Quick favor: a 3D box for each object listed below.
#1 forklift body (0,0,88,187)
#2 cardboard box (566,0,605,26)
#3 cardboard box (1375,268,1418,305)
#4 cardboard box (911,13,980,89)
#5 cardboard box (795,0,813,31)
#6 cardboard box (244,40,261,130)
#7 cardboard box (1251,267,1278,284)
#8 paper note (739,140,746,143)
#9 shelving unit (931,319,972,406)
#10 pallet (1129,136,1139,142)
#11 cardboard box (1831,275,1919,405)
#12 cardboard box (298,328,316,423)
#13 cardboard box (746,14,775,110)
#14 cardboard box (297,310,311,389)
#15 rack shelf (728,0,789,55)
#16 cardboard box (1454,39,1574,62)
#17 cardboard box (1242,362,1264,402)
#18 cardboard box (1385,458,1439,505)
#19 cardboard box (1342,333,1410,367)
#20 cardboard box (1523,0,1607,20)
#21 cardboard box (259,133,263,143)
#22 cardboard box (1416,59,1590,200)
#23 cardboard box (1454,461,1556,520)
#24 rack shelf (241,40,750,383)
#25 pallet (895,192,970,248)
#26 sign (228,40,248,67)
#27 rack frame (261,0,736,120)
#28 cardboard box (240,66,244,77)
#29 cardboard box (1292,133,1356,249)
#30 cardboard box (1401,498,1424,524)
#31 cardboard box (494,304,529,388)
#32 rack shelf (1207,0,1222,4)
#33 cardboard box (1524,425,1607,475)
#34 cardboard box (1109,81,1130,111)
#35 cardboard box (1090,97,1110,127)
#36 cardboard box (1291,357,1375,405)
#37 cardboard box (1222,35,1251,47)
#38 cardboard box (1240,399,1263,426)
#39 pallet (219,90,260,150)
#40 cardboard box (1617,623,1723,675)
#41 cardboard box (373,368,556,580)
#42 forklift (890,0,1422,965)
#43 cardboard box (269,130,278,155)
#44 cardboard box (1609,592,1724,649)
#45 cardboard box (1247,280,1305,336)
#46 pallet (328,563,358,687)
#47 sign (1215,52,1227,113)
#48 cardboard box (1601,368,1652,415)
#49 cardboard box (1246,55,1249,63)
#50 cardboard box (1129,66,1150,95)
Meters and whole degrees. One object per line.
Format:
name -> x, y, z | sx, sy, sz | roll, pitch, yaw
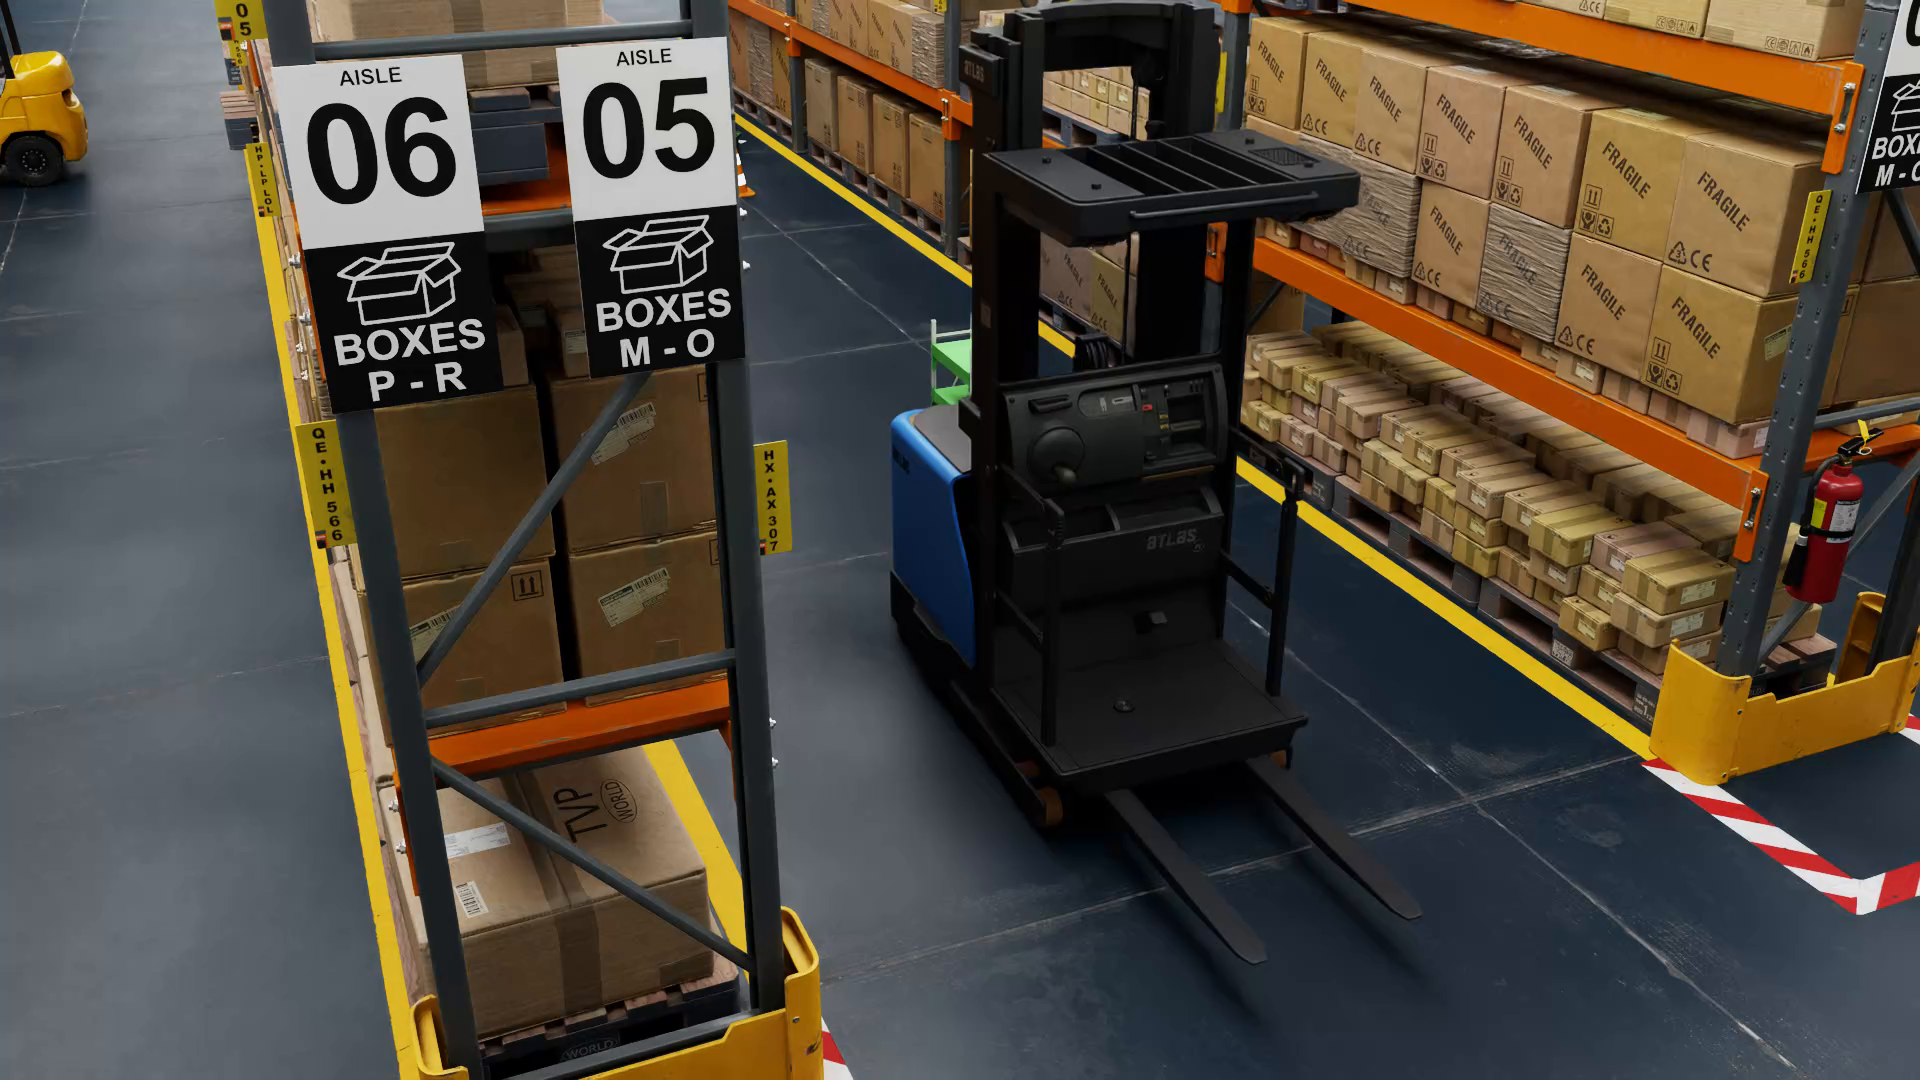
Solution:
forklift body -> -9.430, -4.365, 15.238 | 2.313, 2.155, 1.214 | -11, 28, -21
cardboard box -> -1.234, -1.541, 4.761 | 0.380, 0.149, 0.250 | -10, 28, -19
cardboard box -> 2.299, -1.293, 8.265 | 0.380, 0.149, 0.250 | -9, 28, -18
cardboard box -> -0.061, -3.895, 13.194 | 0.500, 0.500, 0.500 | -11, 28, -21
cardboard box -> -1.246, -5.115, 15.694 | 0.500, 0.500, 0.500 | -10, 28, -20
cardboard box -> -3.793, -2.666, 9.537 | 0.500, 0.500, 0.500 | -10, 28, -19
cardboard box -> 1.882, -1.845, 10.627 | 0.500, 0.250, 0.500 | -12, 28, -23
paper note -> -2.301, -4.111, 17.134 | 0.142, 0.020, 0.147 | 13, 29, 24
shelving unit -> 0.065, -0.472, 8.350 | 0.258, 1.200, 0.503 | -11, 28, -21
pallet -> 1.763, -2.347, 10.356 | 1.003, 0.211, 1.213 | -11, 28, -21
cardboard box -> 3.574, -0.892, 6.705 | 0.500, 0.500, 0.500 | -9, 28, -18
cardboard box -> -2.903, -0.678, 8.664 | 0.875, 0.875, 0.875 | -10, 28, -19
cardboard box -> -1.743, -5.192, 17.908 | 0.875, 0.875, 0.875 | -10, 28, -20
cardboard box -> -2.261, -0.613, 6.472 | 0.500, 0.500, 0.500 | -10, 28, -20
rack shelf -> -1.988, -5.813, 18.057 | 1.077, 0.370, 4.000 | -11, 28, -21
cardboard box -> 2.756, -2.167, 8.177 | 0.500, 0.500, 0.500 | -10, 28, -19
cardboard box -> 1.776, -0.939, 9.687 | 0.380, 0.149, 0.250 | -9, 28, -18
cardboard box -> 2.389, -0.319, 8.417 | 0.380, 0.149, 0.250 | -10, 28, -20
cardboard box -> 2.444, -1.079, 9.634 | 0.380, 0.149, 0.250 | -10, 28, -20
cardboard box -> 2.685, -2.310, 6.815 | 0.500, 0.250, 0.500 | -9, 28, -18
cardboard box -> -3.610, -2.114, 9.262 | 0.500, 0.250, 0.500 | -10, 28, -20
cardboard box -> 2.467, -1.880, 7.590 | 0.500, 0.500, 0.500 | -12, 28, -22
cardboard box -> 2.591, -0.238, 7.911 | 0.380, 0.149, 0.250 | -10, 28, -19
rack shelf -> -1.803, -1.425, 5.651 | 1.077, 0.370, 4.000 | -11, 28, -21
pallet -> 0.123, -2.792, 14.228 | 1.003, 0.211, 1.213 | -11, 28, -21
sign -> -4.649, -3.210, 10.677 | 0.100, 0.325, 0.005 | -11, 28, -21
rack frame -> -1.020, -2.289, 3.182 | 1.000, 3.000, 0.127 | -11, 28, -21
cardboard box -> -4.799, -3.533, 11.635 | 0.500, 0.500, 0.500 | -11, 28, -21
cardboard box -> 2.091, -1.836, 8.639 | 0.500, 0.500, 0.500 | -11, 28, -21
cardboard box -> 2.494, -0.195, 8.501 | 0.380, 0.149, 0.250 | -10, 28, -19
cardboard box -> -1.345, -0.489, 4.341 | 0.380, 0.149, 0.250 | -10, 28, -20
rack shelf -> 2.616, -6.624, 19.719 | 1.077, 0.370, 4.000 | -11, 28, -21
cardboard box -> 3.069, -0.457, 8.360 | 0.380, 0.149, 0.250 | -10, 28, -20
cardboard box -> 1.181, -2.857, 10.652 | 0.380, 0.149, 0.250 | -12, 29, -23
cardboard box -> 1.078, -2.827, 10.929 | 0.380, 0.149, 0.250 | -9, 28, -18
cardboard box -> 2.071, -0.885, 9.235 | 0.380, 0.149, 0.250 | -11, 28, -21
cardboard box -> 3.279, -5.374, 18.708 | 0.500, 0.500, 0.500 | -11, 28, -22
cardboard box -> 1.776, -0.805, 9.750 | 0.380, 0.149, 0.250 | -12, 28, -23
pallet -> -4.530, -3.006, 11.706 | 1.213, 0.211, 1.003 | -11, 28, -21
cardboard box -> 3.097, 0.431, 7.219 | 0.380, 0.149, 0.250 | -10, 28, -20
cardboard box -> -1.428, -0.241, 4.571 | 0.500, 0.500, 0.500 | -10, 28, -19
forklift -> 0.694, -0.406, 6.240 | 1.130, 2.935, 3.031 | -10, 28, -20
cardboard box -> -2.623, -1.468, 7.085 | 0.500, 0.500, 0.500 | -10, 28, -20
cardboard box -> 3.026, 0.310, 7.127 | 0.380, 0.149, 0.250 | -11, 28, -22
cardboard box -> 1.883, -1.509, 10.791 | 0.500, 0.500, 0.500 | -9, 28, -19
pallet -> -2.361, 0.366, 7.761 | 1.003, 0.211, 1.213 | -11, 28, -21
sign -> 1.419, -2.523, 9.178 | 0.100, 0.325, 0.005 | -11, 28, -21
cardboard box -> 2.932, -0.660, 6.970 | 0.380, 0.149, 0.250 | -11, 28, -21
cardboard box -> 1.889, -2.997, 10.599 | 0.380, 0.149, 0.250 | -11, 28, -21
cardboard box -> 1.283, -2.890, 10.380 | 0.380, 0.149, 0.250 | -11, 28, -21
